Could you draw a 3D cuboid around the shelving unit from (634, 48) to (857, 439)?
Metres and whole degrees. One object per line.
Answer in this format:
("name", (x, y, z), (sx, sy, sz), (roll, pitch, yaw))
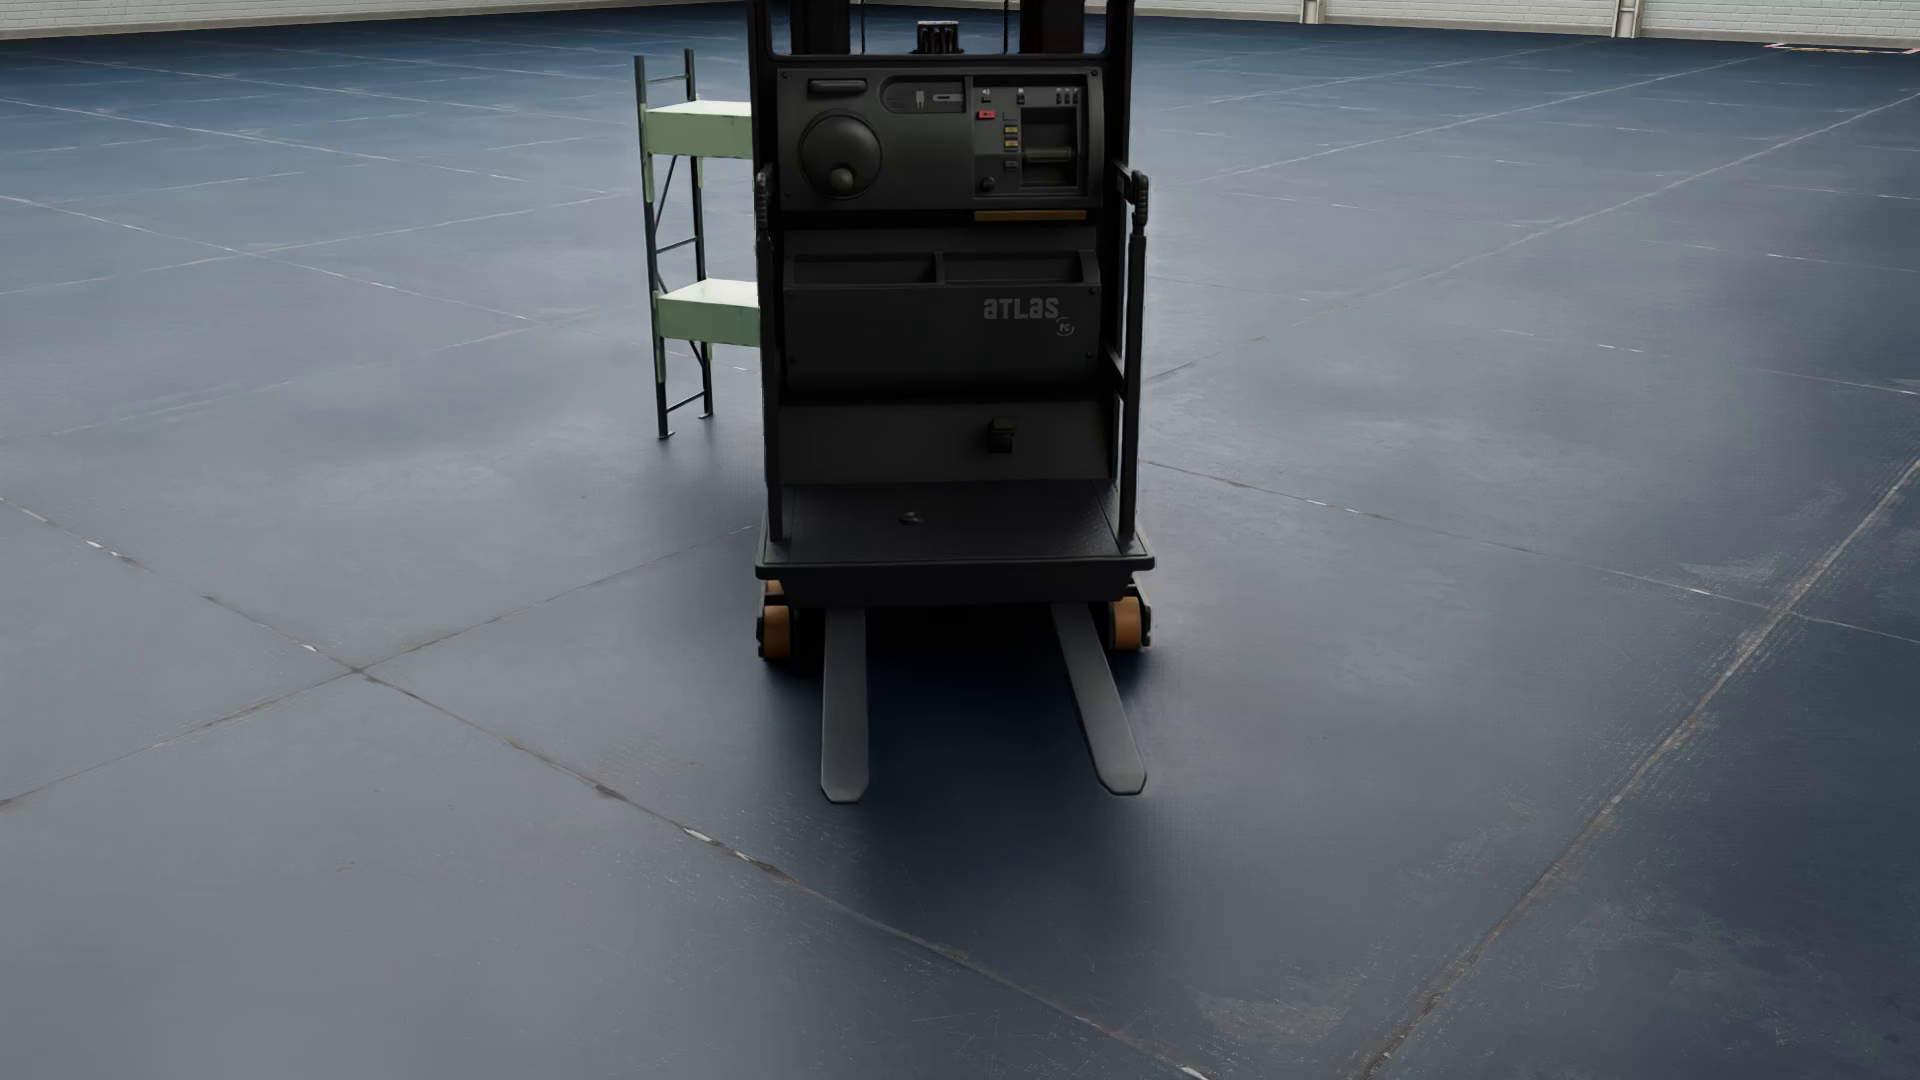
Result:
("shelving unit", (-0.798, -1.129, 6.536), (0.755, 1.500, 0.431), (8, 22, 20))

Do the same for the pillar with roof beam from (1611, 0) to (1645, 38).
("pillar with roof beam", (8.754, -11.708, 23.962), (0.400, 9.000, 9.100), (16, 26, 36))

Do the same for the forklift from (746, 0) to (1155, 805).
("forklift", (-0.038, -1.143, 4.545), (1.130, 2.935, 3.031), (-1, 21, -3))

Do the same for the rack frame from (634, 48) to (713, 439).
("rack frame", (-1.138, -1.177, 6.663), (0.023, 1.500, 0.400), (8, 22, 20))

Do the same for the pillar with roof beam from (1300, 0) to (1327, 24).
("pillar with roof beam", (4.105, -13.047, 27.512), (0.400, 9.000, 9.100), (16, 26, 36))

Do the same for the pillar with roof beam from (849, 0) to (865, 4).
("pillar with roof beam", (-5.191, -15.724, 34.611), (0.400, 9.000, 9.100), (16, 26, 36))

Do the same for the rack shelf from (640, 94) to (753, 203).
("rack shelf", (-0.798, -1.494, 6.398), (0.720, 0.370, 0.431), (8, 22, 20))

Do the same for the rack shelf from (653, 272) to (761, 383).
("rack shelf", (-0.798, -0.824, 6.651), (0.720, 0.370, 0.431), (8, 22, 20))
